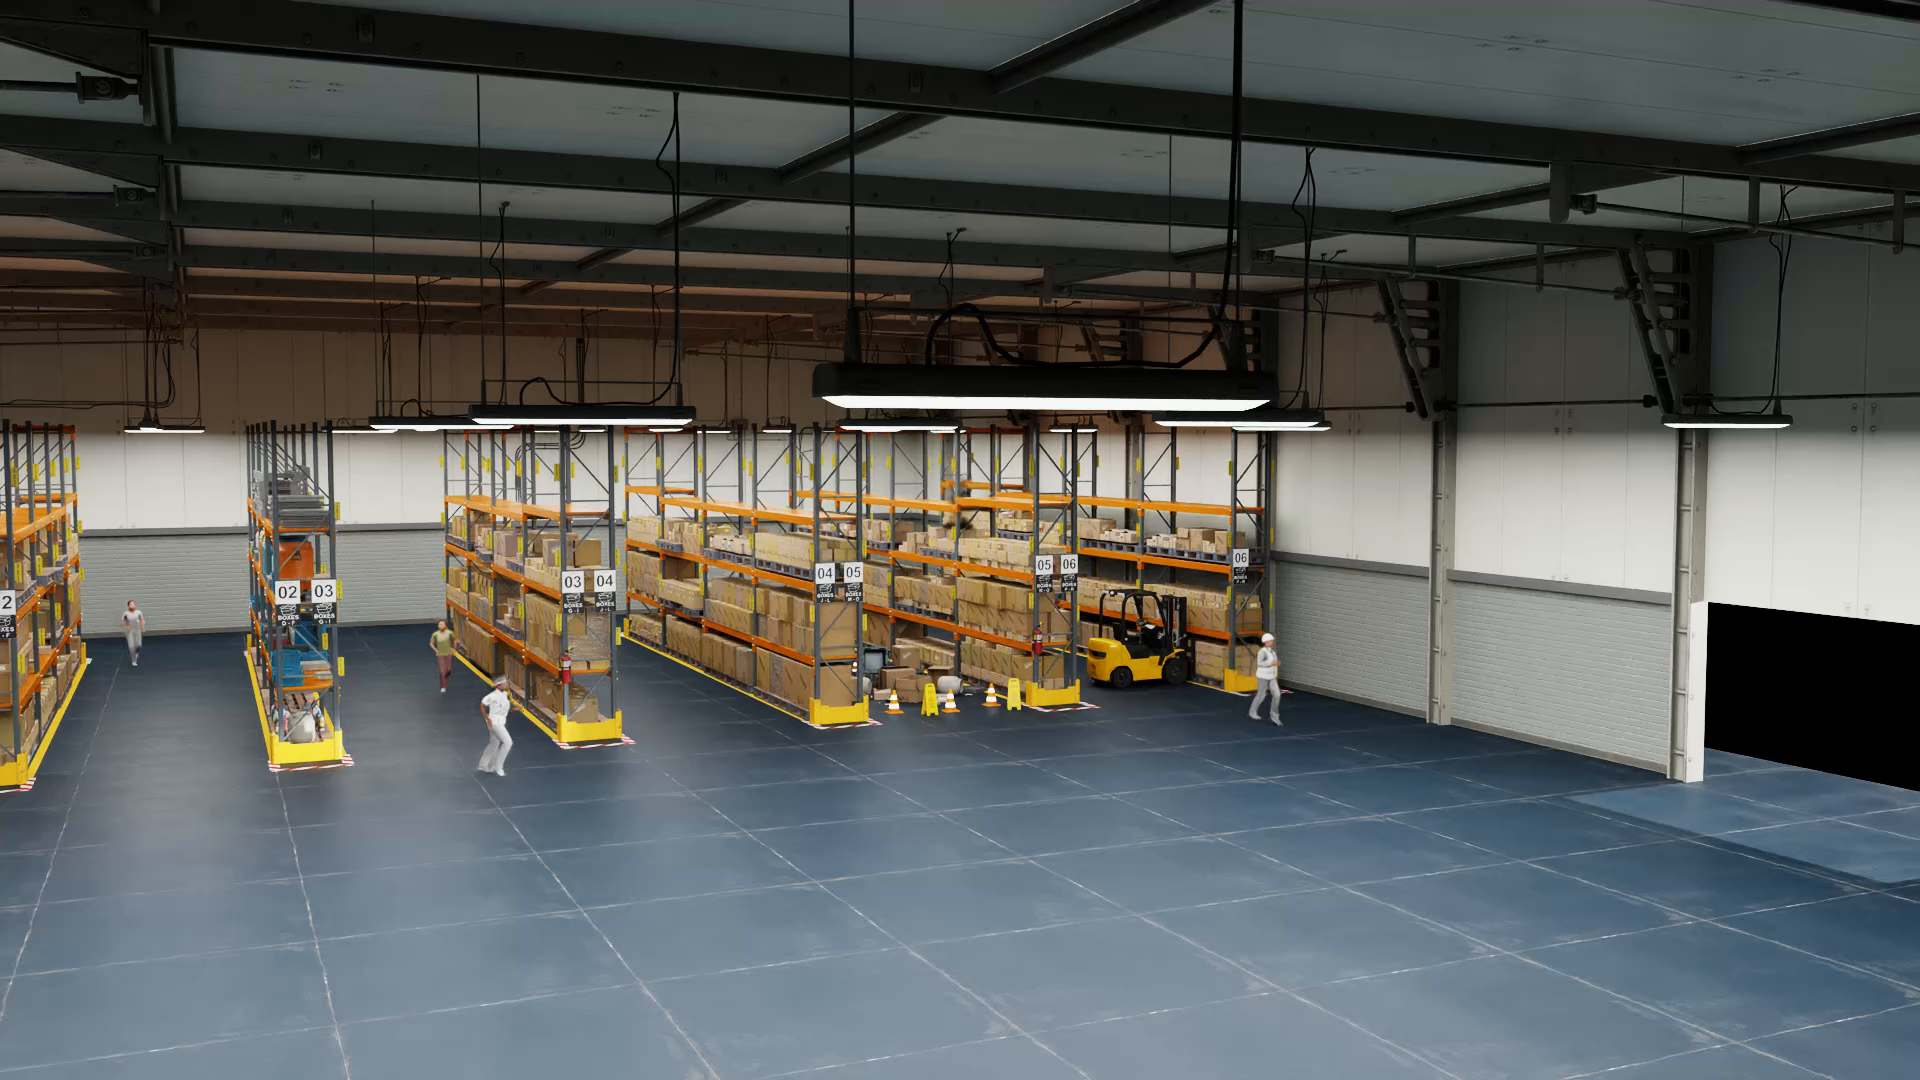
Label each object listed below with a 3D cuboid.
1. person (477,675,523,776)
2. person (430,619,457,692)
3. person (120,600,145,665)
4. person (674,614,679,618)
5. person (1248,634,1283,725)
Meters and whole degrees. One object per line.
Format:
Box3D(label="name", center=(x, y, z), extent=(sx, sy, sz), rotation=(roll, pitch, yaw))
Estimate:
Box3D(label="person", center=(-7.795, 3.142, 28.084), extent=(0.772, 1.731, 0.577), rotation=(0, 4, 3))
Box3D(label="person", center=(-11.575, 2.586, 37.284), extent=(0.592, 1.635, 0.621), rotation=(-1, 4, -20))
Box3D(label="person", center=(-20.671, 2.319, 41.579), extent=(0.564, 1.628, 0.566), rotation=(-2, 4, -34))
Box3D(label="person", center=(-8.411, 1.712, 50.257), extent=(0.607, 1.818, 0.854), rotation=(2, 4, 35))
Box3D(label="person", center=(6.078, 2.778, 33.125), extent=(0.627, 1.841, 0.782), rotation=(-3, 5, -44))
